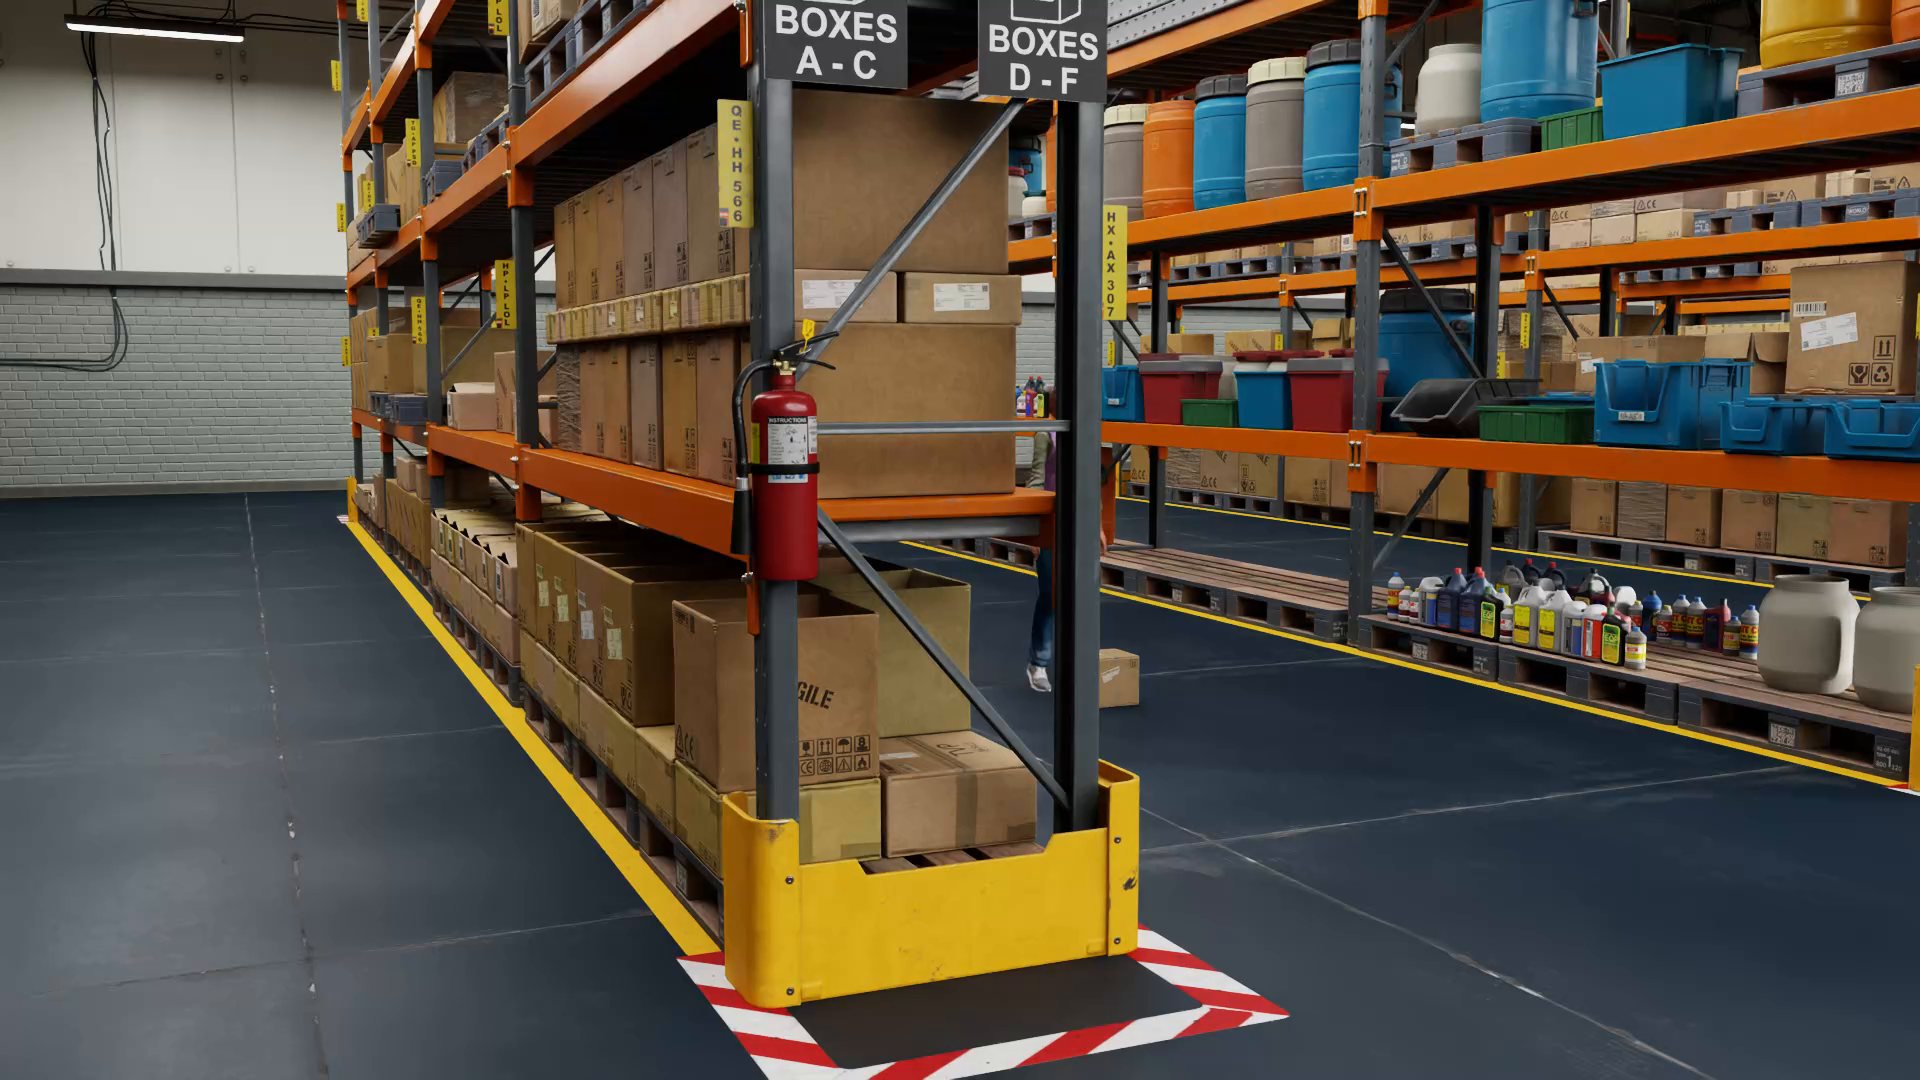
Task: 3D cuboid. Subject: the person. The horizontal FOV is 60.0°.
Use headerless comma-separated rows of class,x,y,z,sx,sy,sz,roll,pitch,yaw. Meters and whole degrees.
person,0.579,-0.017,8.795,0.464,1.637,0.373,-4,7,-33
